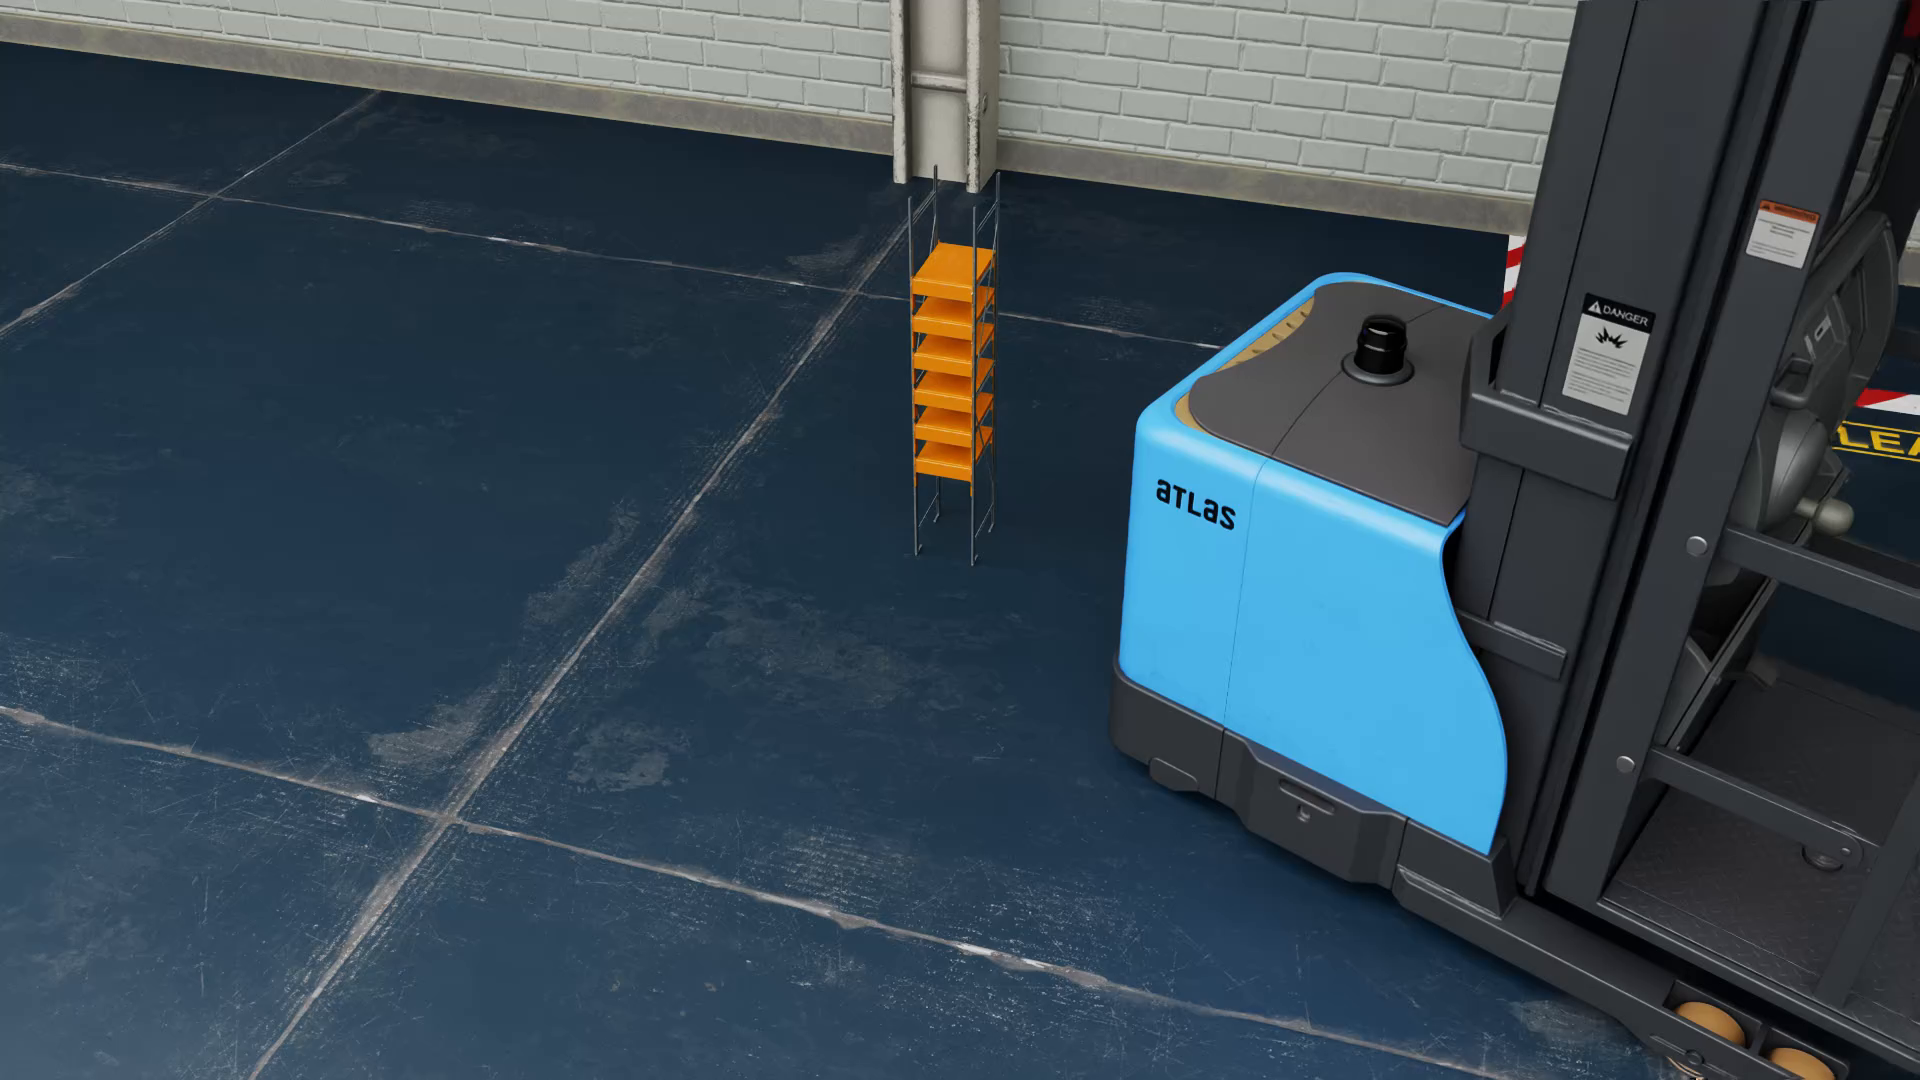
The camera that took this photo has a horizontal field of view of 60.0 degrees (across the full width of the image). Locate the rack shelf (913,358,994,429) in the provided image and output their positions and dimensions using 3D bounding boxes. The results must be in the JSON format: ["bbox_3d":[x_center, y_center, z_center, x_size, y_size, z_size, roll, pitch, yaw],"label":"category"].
[{"bbox_3d":[-0.014,-0.450,4.924,0.180,0.103,0.258,10,38,14],"label":"rack shelf"}]

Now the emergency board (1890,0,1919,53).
[{"bbox_3d":[3.318,-2.255,5.784,0.643,1.169,0.194,10,38,14],"label":"emergency board"}]

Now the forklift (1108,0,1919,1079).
[{"bbox_3d":[1.864,-0.287,3.167,3.031,2.935,1.130,25,43,30],"label":"forklift"}]

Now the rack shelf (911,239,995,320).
[{"bbox_3d":[-0.014,-0.740,4.711,0.180,0.103,0.258,10,38,14],"label":"rack shelf"}]

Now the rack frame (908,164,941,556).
[{"bbox_3d":[-0.101,-0.502,4.920,0.006,1.200,0.240,10,38,14],"label":"rack frame"}]

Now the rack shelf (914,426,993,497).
[{"bbox_3d":[-0.014,-0.257,5.066,0.180,0.103,0.258,10,38,14],"label":"rack shelf"}]

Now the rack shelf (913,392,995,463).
[{"bbox_3d":[-0.014,-0.353,4.995,0.180,0.103,0.258,10,38,14],"label":"rack shelf"}]

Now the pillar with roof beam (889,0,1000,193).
[{"bbox_3d":[-1.346,-2.838,1.514,0.400,9.000,9.100,10,38,14],"label":"pillar with roof beam"}]

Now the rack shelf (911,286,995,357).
[{"bbox_3d":[-0.014,-0.643,4.782,0.180,0.103,0.258,10,38,14],"label":"rack shelf"}]

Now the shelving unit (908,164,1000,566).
[{"bbox_3d":[-0.014,-0.486,4.898,0.189,1.200,0.258,10,38,14],"label":"shelving unit"}]

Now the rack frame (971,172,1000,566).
[{"bbox_3d":[0.074,-0.470,4.876,0.006,1.200,0.240,10,38,14],"label":"rack frame"}]

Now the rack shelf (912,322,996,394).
[{"bbox_3d":[-0.014,-0.547,4.853,0.180,0.103,0.258,10,38,14],"label":"rack shelf"}]
